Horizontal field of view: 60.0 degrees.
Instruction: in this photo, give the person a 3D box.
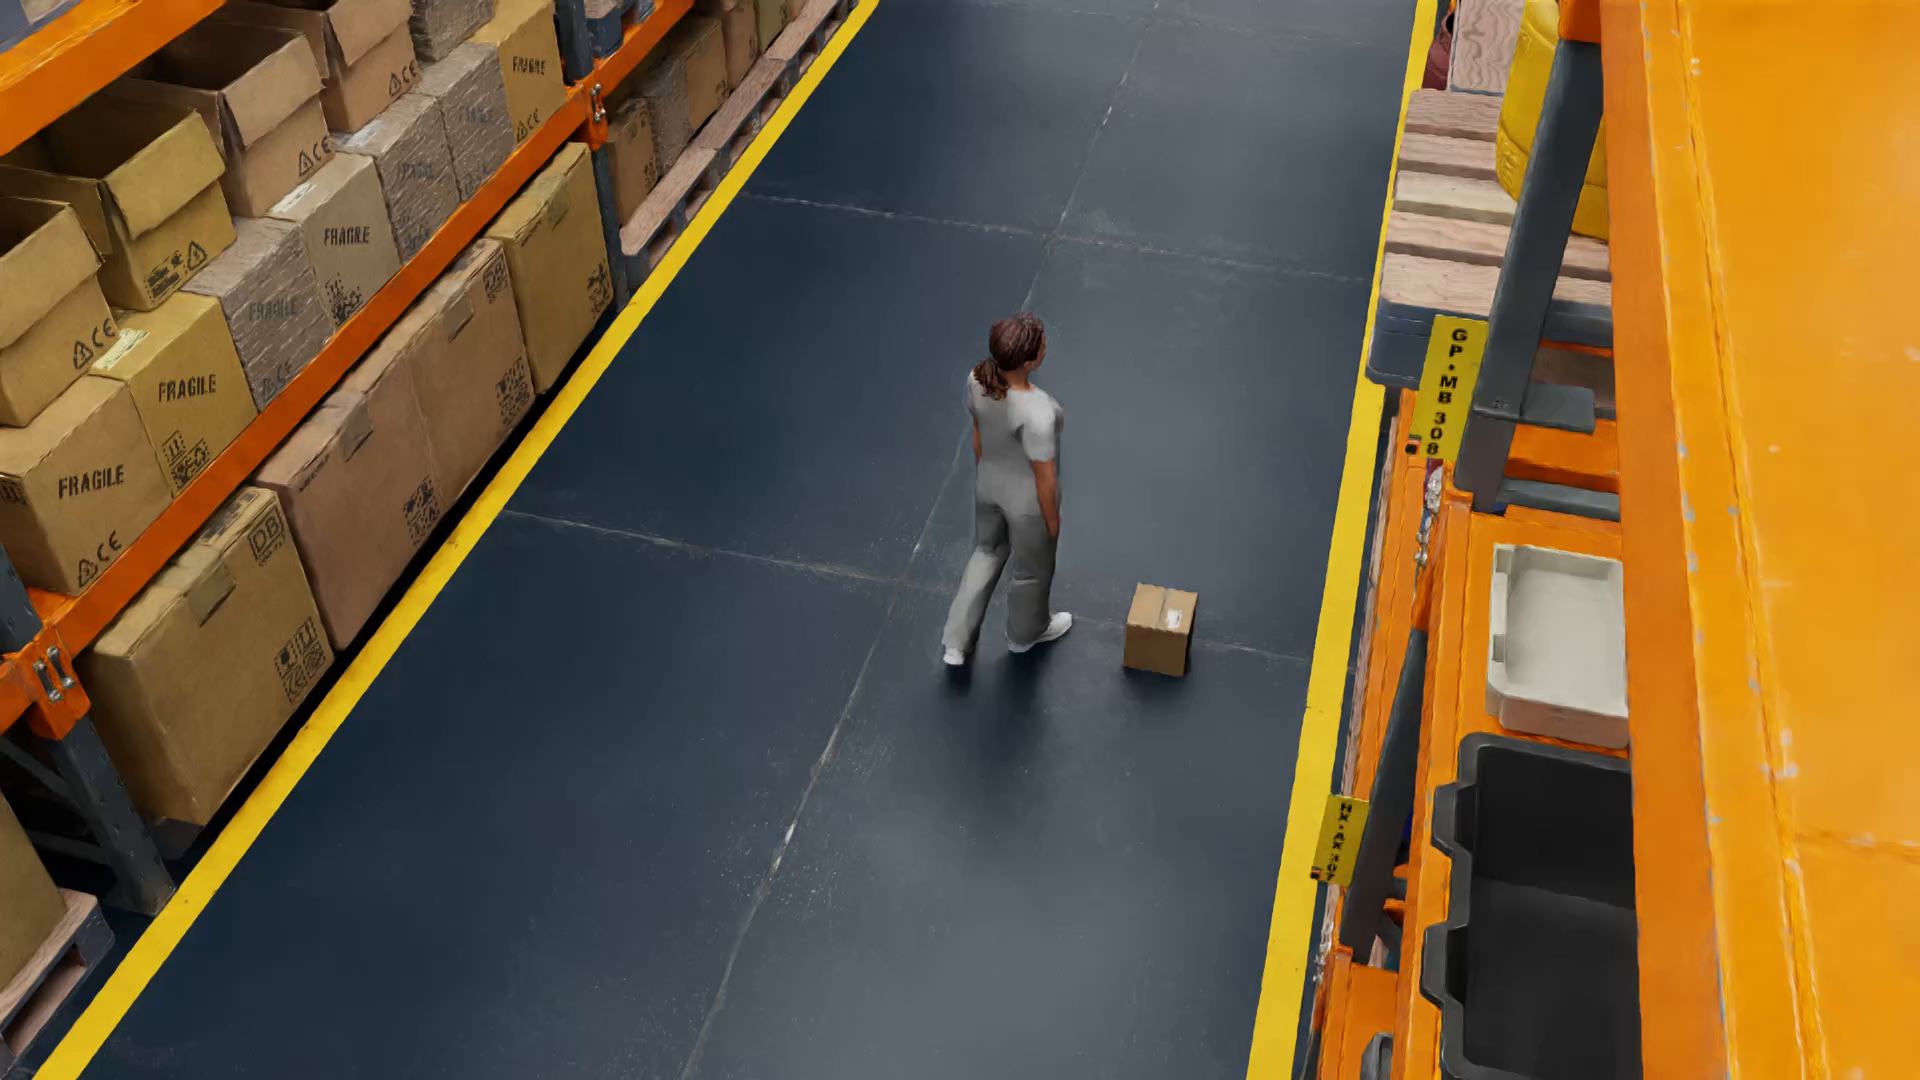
[{"bbox_3d":[0.201,-0.165,6.339,0.622,1.666,0.450,-32,50,-31],"label":"person"}]
